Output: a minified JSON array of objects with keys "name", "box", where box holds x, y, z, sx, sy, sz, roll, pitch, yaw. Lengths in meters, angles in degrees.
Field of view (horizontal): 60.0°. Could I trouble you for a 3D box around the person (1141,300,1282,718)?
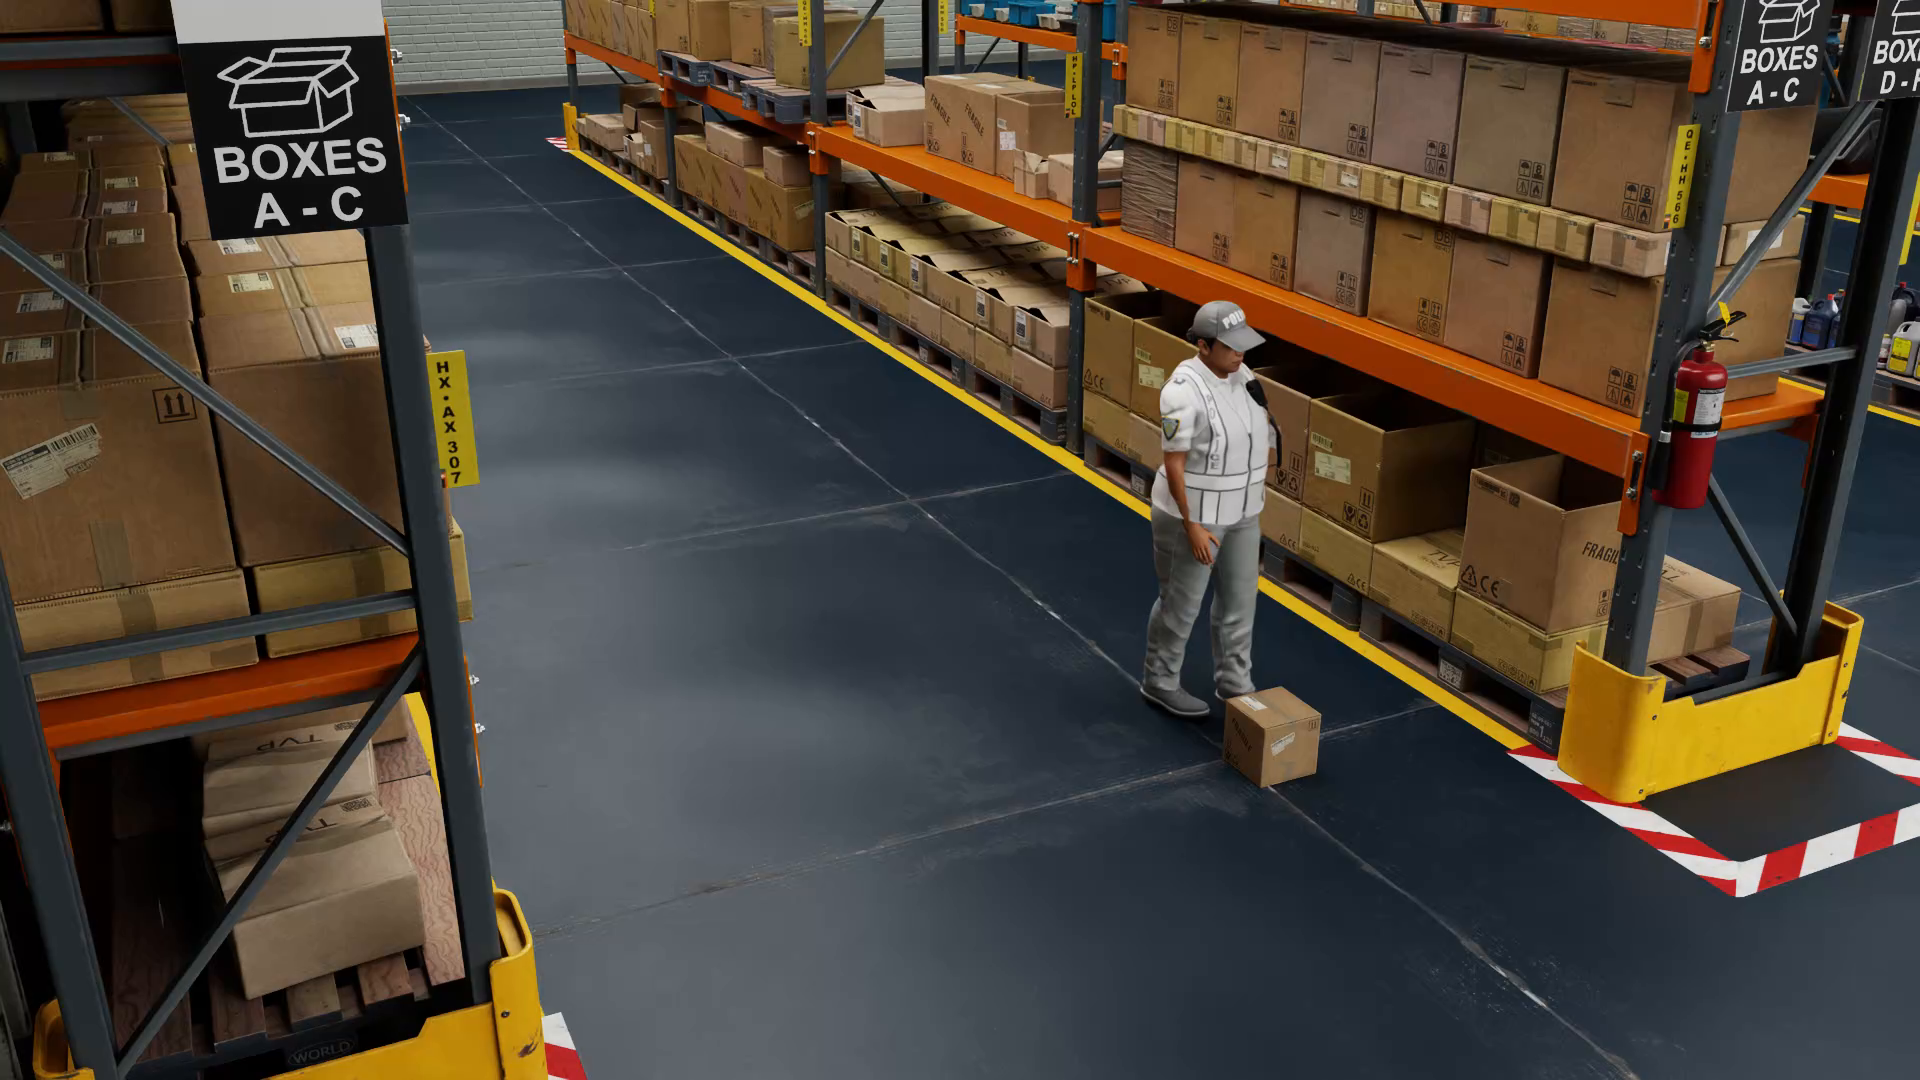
[{"name":"person","box":[0.972,-0.080,6.284,0.495,1.683,0.503,-18,29,-37]}]
